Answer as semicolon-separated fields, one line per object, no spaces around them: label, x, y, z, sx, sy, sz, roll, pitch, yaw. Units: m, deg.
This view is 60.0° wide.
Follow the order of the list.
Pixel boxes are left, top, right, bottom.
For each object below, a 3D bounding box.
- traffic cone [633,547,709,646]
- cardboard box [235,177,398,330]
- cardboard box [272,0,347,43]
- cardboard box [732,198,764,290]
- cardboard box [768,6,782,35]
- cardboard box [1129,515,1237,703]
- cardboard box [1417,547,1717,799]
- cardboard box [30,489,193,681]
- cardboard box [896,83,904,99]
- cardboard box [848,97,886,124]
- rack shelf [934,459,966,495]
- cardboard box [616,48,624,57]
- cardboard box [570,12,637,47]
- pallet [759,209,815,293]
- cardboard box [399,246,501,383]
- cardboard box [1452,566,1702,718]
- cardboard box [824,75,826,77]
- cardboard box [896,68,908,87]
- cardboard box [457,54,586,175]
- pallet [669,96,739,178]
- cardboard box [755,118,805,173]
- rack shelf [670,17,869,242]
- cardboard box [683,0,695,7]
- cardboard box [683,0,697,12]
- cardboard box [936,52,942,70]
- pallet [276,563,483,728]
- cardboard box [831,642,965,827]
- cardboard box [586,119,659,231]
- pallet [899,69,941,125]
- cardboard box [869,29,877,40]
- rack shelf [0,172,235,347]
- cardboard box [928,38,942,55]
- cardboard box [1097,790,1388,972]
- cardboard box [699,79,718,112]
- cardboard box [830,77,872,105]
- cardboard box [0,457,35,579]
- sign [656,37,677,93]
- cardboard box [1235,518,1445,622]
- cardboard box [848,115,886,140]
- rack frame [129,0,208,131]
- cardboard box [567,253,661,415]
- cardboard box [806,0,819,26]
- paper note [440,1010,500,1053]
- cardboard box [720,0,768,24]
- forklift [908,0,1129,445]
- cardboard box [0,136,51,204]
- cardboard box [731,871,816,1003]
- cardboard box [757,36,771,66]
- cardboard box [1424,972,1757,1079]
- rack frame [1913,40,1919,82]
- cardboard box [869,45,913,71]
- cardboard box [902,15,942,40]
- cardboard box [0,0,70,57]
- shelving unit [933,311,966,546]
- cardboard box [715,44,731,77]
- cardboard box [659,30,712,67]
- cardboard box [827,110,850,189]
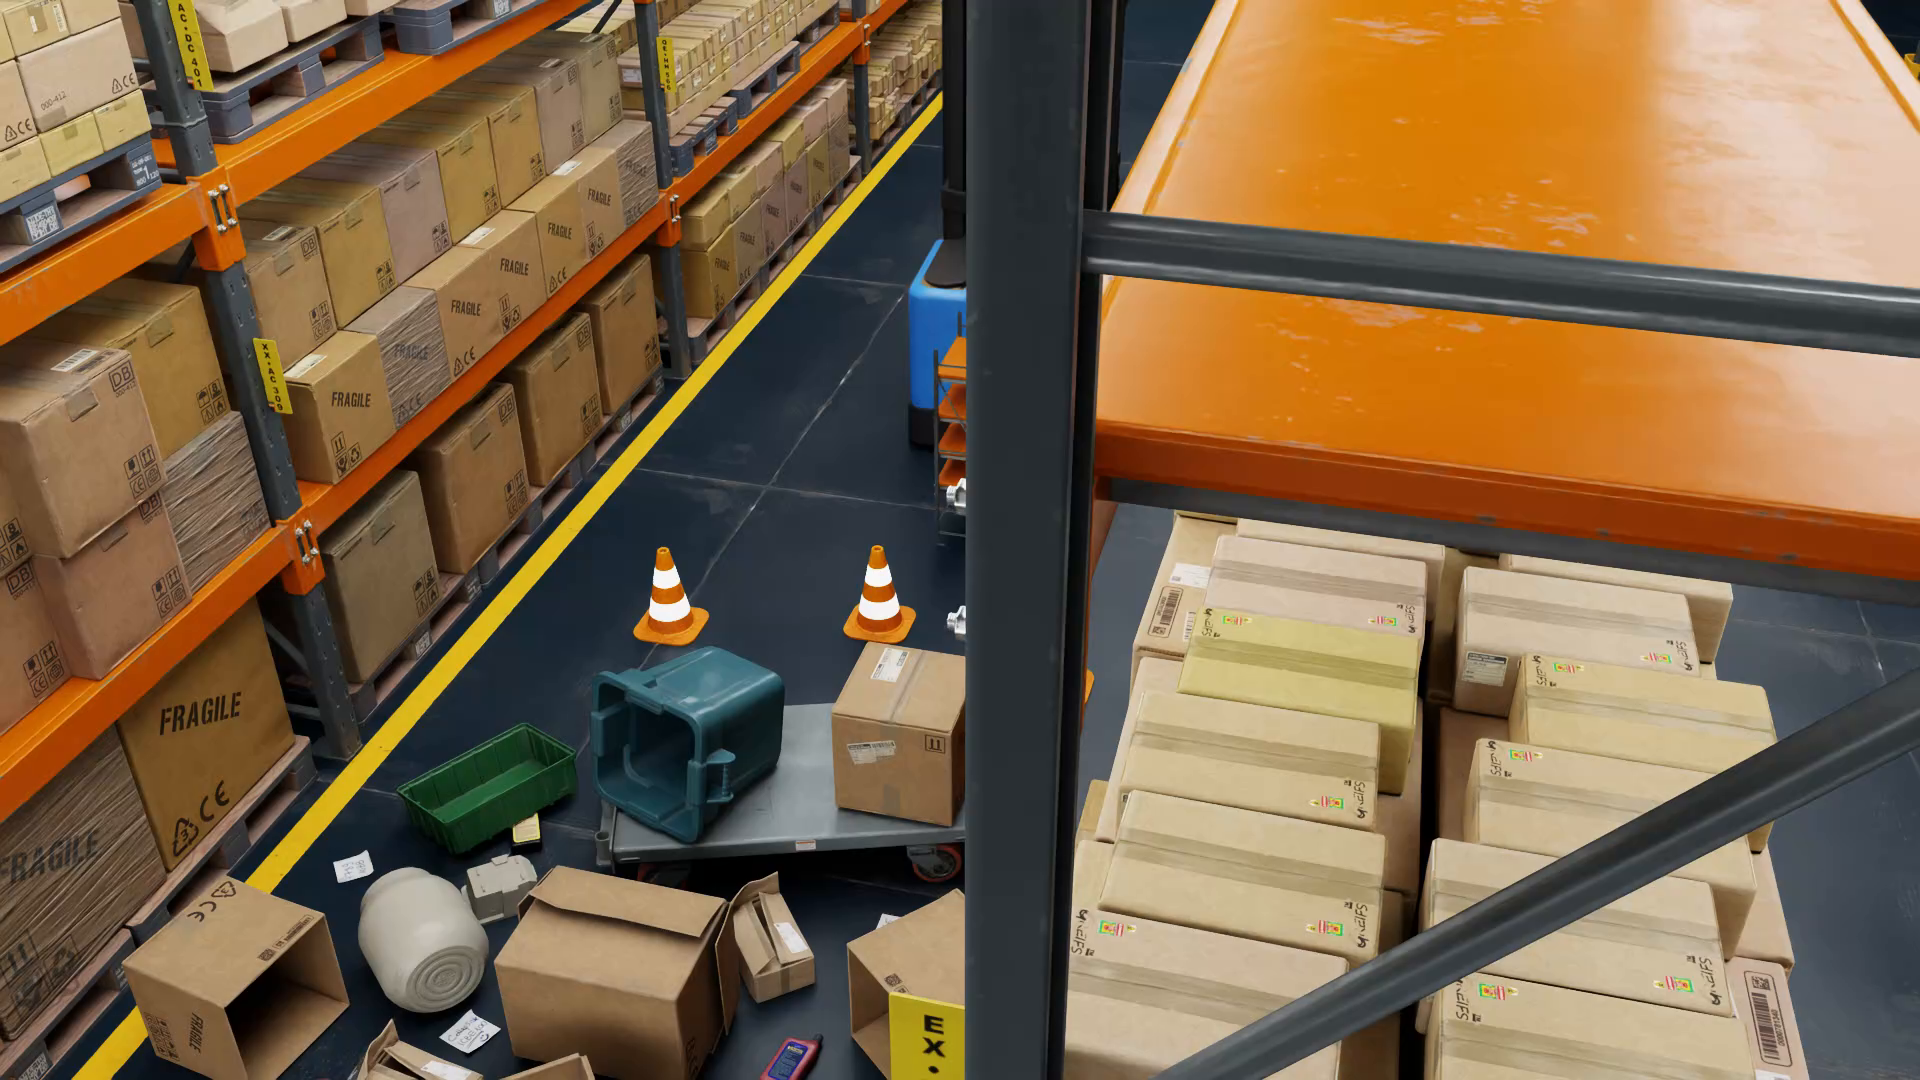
traffic cone;-1.495;0.248;8.498;0.336;0.463;0.334;8;33;12
cardboard box;-3.047;-1.322;7.578;0.700;0.500;0.500;7;33;12
cardboard box;-2.793;-2.216;6.963;0.250;0.149;0.380;8;33;12
cardboard box;-1.730;-2.124;11.803;0.500;0.500;0.500;8;33;13
cardboard box;-1.507;-3.762;12.008;0.380;0.149;0.250;8;33;13
cardboard box;0.628;0.204;3.270;0.500;0.250;0.500;9;34;14
cardboard box;1.132;0.281;3.149;0.500;0.250;0.500;9;34;14
cardboard box;-3.496;0.086;6.249;0.875;0.550;0.550;8;33;12
cardboard box;-0.732;-4.160;15.334;0.380;0.149;0.250;7;33;10
cardboard box;-0.864;-3.728;14.376;0.380;0.149;0.250;10;34;15
rack shelf;0.042;-0.368;9.276;0.258;0.148;0.480;8;33;12
cardboard box;-2.465;-3.199;11.121;0.380;0.149;0.250;9;33;14
cardboard box;-2.403;-3.452;11.242;0.380;0.149;0.250;9;34;14
pallet;-1.769;-2.268;12.690;1.003;0.211;1.213;8;33;12
cardboard box;-2.645;-1.132;8.211;0.500;0.500;0.500;8;33;12
cardboard box;1.068;0.196;2.910;0.380;0.149;0.250;8;33;12
cardboard box;-1.401;-4.067;14.633;0.380;0.149;0.250;8;33;13
cardboard box;-0.696;-4.282;15.248;0.380;0.149;0.250;10;34;15
cardboard box;-2.531;-2.378;9.239;0.700;0.500;0.500;8;33;12
pallet;-2.203;-2.711;10.968;1.213;0.211;1.003;8;33;12
cardboard box;-1.474;-2.960;12.420;0.500;0.250;0.500;7;33;10
rack shelf;-1.773;-3.142;12.137;1.077;0.370;4.000;8;33;12
cardboard box;-2.138;-3.993;12.093;0.380;0.149;0.250;9;34;14
cardboard box;-2.139;-3.857;12.157;0.380;0.149;0.250;7;33;12
cardboard box;-0.354;-4.689;16.165;0.380;0.149;0.250;7;33;10
pallet;-3.173;0.434;8.441;1.003;0.211;1.213;8;33;12
cardboard box;-0.212;0.798;6.893;0.500;0.500;0.500;8;33;12
cardboard box;-2.135;-2.180;9.860;0.500;0.500;0.500;8;33;12
pallet;-0.822;-4.295;15.880;1.003;0.211;1.213;8;33;12
cardboard box;-0.998;-4.730;15.675;0.380;0.149;0.250;8;33;12
rack shelf;-3.803;-0.257;4.802;1.077;0.370;4.000;8;33;12
cardboard box;-0.358;-4.806;16.072;0.380;0.149;0.250;9;33;13
cardboard box;0.406;0.524;2.394;0.380;0.149;0.250;9;33;13
cardboard box;-1.836;-2.963;11.028;0.380;0.149;0.250;10;34;15
cardboard box;-0.978;-3.859;14.306;0.380;0.149;0.250;9;34;14
cardboard box;-3.720;-0.102;5.538;0.875;0.550;0.550;8;33;12
sign;-1.743;-2.823;9.885;0.100;0.325;0.005;8;33;12
cardboard box;0.728;0.007;3.208;0.380;0.149;0.250;7;33;11
cardboard box;-0.862;-3.603;14.457;0.380;0.149;0.250;7;33;10
rack frame;-3.296;-2.864;5.437;1.000;3.000;0.127;8;33;12
cardboard box;-2.522;-1.332;10.325;1.050;0.750;0.750;8;33;12
cardboard box;-1.305;-4.058;12.750;0.380;0.149;0.250;8;33;12
paper note;-1.870;1.878;6.345;0.172;0.023;0.155;20;38;29
cardboard box;-1.577;-3.755;11.718;0.380;0.149;0.250;8;33;12
forklift;0.482;-2.510;10.536;1.130;2.935;3.031;6;33;10
cardboard box;-3.207;-1.214;5.387;0.380;0.149;0.250;9;33;13
cardboard box;-0.765;1.574;6.597;0.258;0.266;0.396;-14;35;-21
cardboard box;-1.570;-3.507;11.883;0.380;0.149;0.250;7;33;11
cardboard box;0.790;0.712;2.099;0.380;0.149;0.250;8;33;12
rack frame;9.365;-5.264;14.804;1.000;3.000;0.127;8;33;12
cardboard box;-0.646;-4.392;15.143;0.380;0.149;0.250;9;33;13
cardboard box;-0.343;-4.928;15.988;0.380;0.149;0.250;9;34;14
cardboard box;-3.145;-1.684;5.383;0.380;0.149;0.250;8;33;12
shelving unit;0.042;-0.592;9.133;0.258;1.200;0.503;8;33;12
cardboard box;-1.769;-3.239;11.184;0.380;0.149;0.250;8;33;13
cardboard box;-1.844;-3.210;10.862;0.380;0.149;0.250;8;33;12
cardboard box;-1.210;-3.188;13.477;0.500;0.500;0.500;7;33;11
